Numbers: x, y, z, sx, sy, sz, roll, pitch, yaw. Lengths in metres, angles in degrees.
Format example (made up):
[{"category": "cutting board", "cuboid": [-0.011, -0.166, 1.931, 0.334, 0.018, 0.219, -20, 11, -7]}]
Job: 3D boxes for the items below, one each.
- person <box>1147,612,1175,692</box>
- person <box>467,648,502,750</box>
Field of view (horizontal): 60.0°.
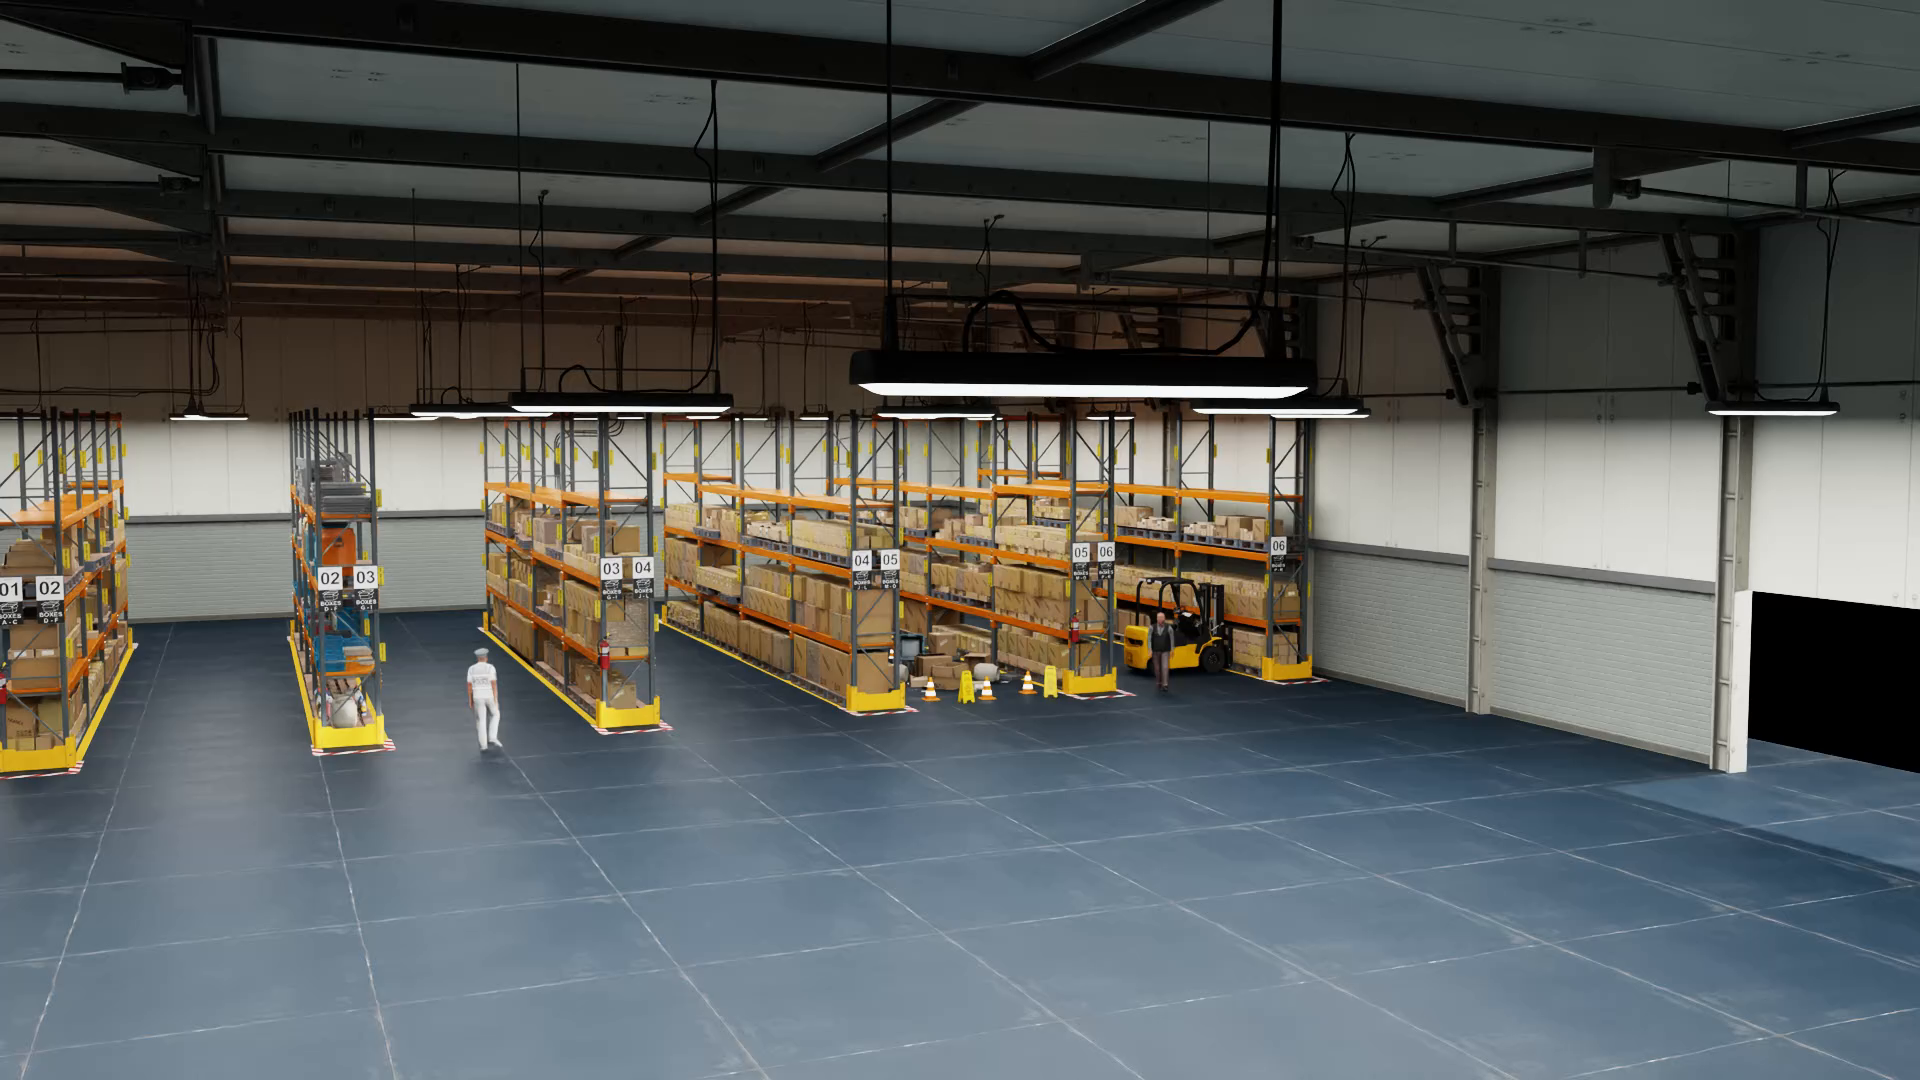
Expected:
[{"category": "person", "cuboid": [4.240, 2.384, 35.302, 0.563, 1.677, 0.993, 1, 4, 17]}, {"category": "person", "cuboid": [-8.365, 2.796, 29.210, 0.564, 1.767, 0.529, -1, 4, -10]}]
